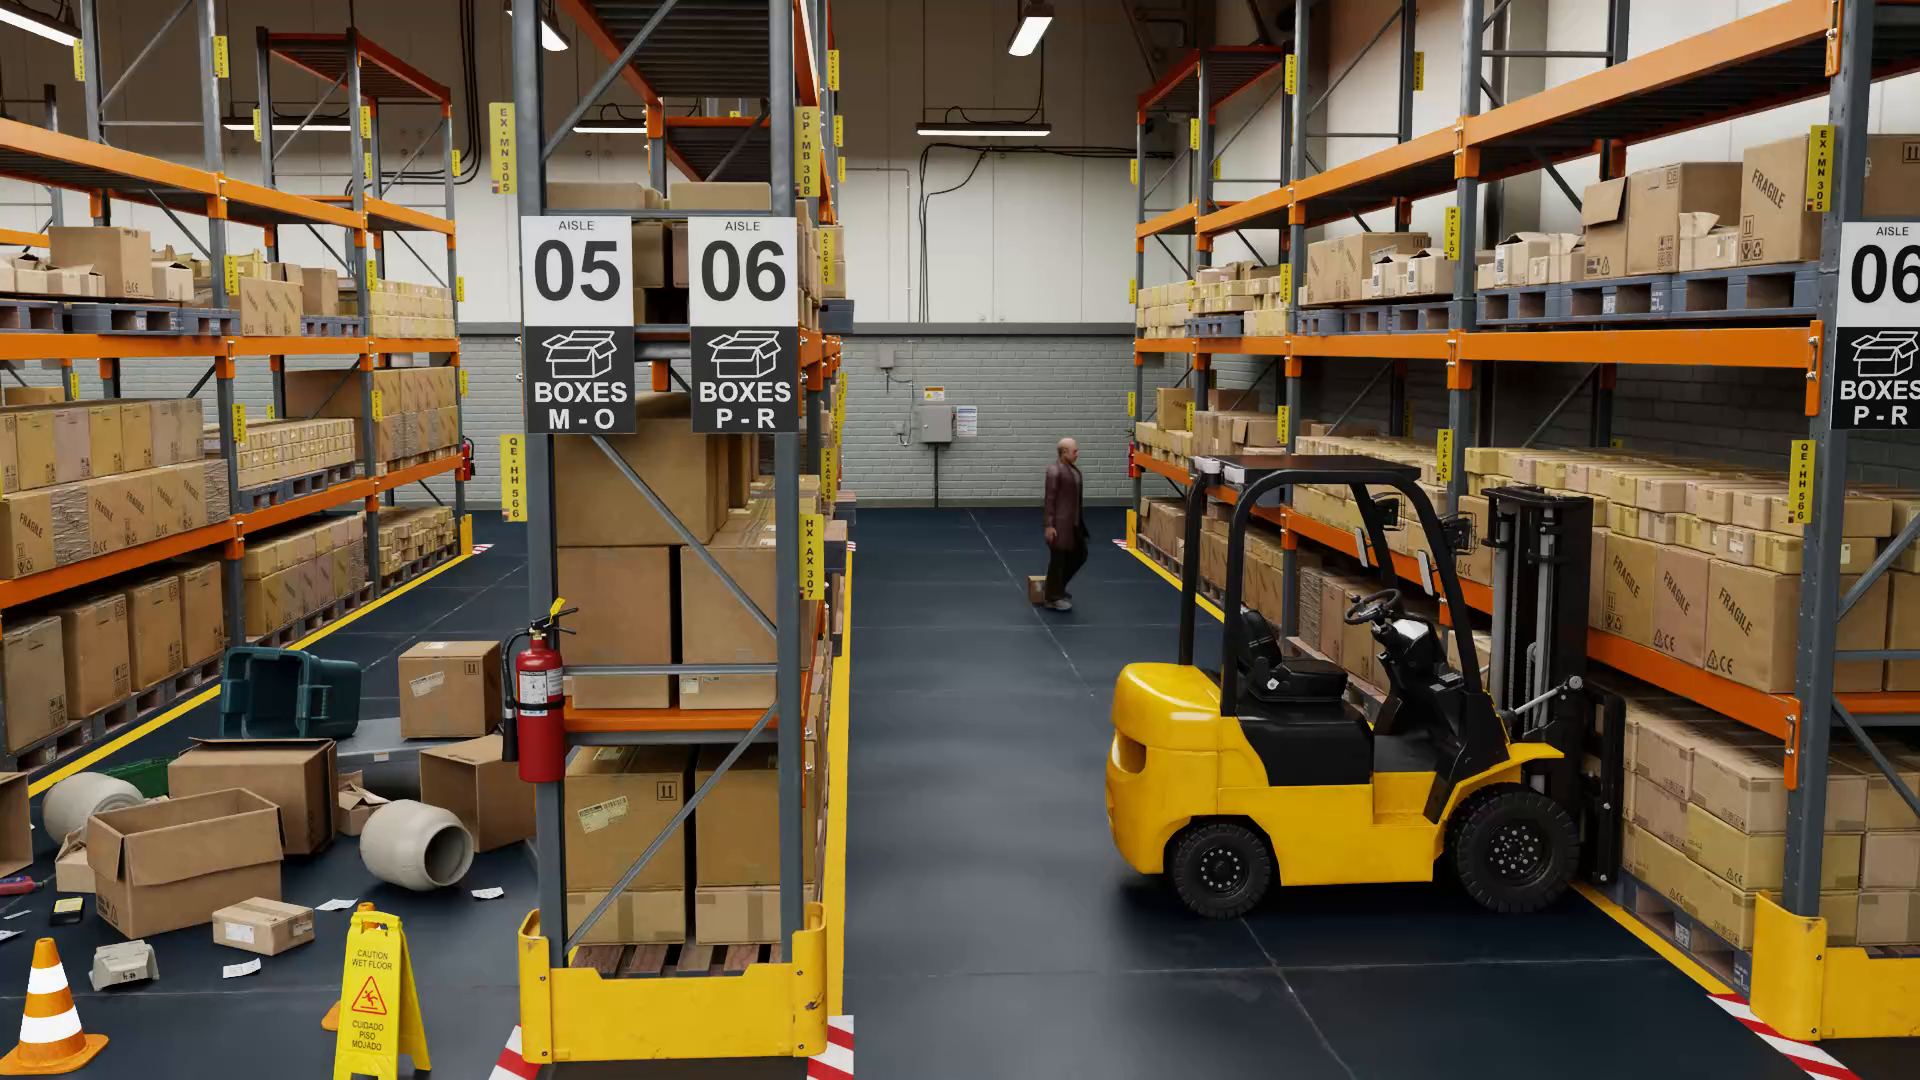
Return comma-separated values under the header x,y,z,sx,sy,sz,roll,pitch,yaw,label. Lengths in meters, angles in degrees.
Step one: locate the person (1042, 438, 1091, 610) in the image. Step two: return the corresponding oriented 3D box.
x,y,z,sx,sy,sz,roll,pitch,yaw,label
1.041,-0.174,17.139,0.546,1.766,0.732,4,8,31,person
